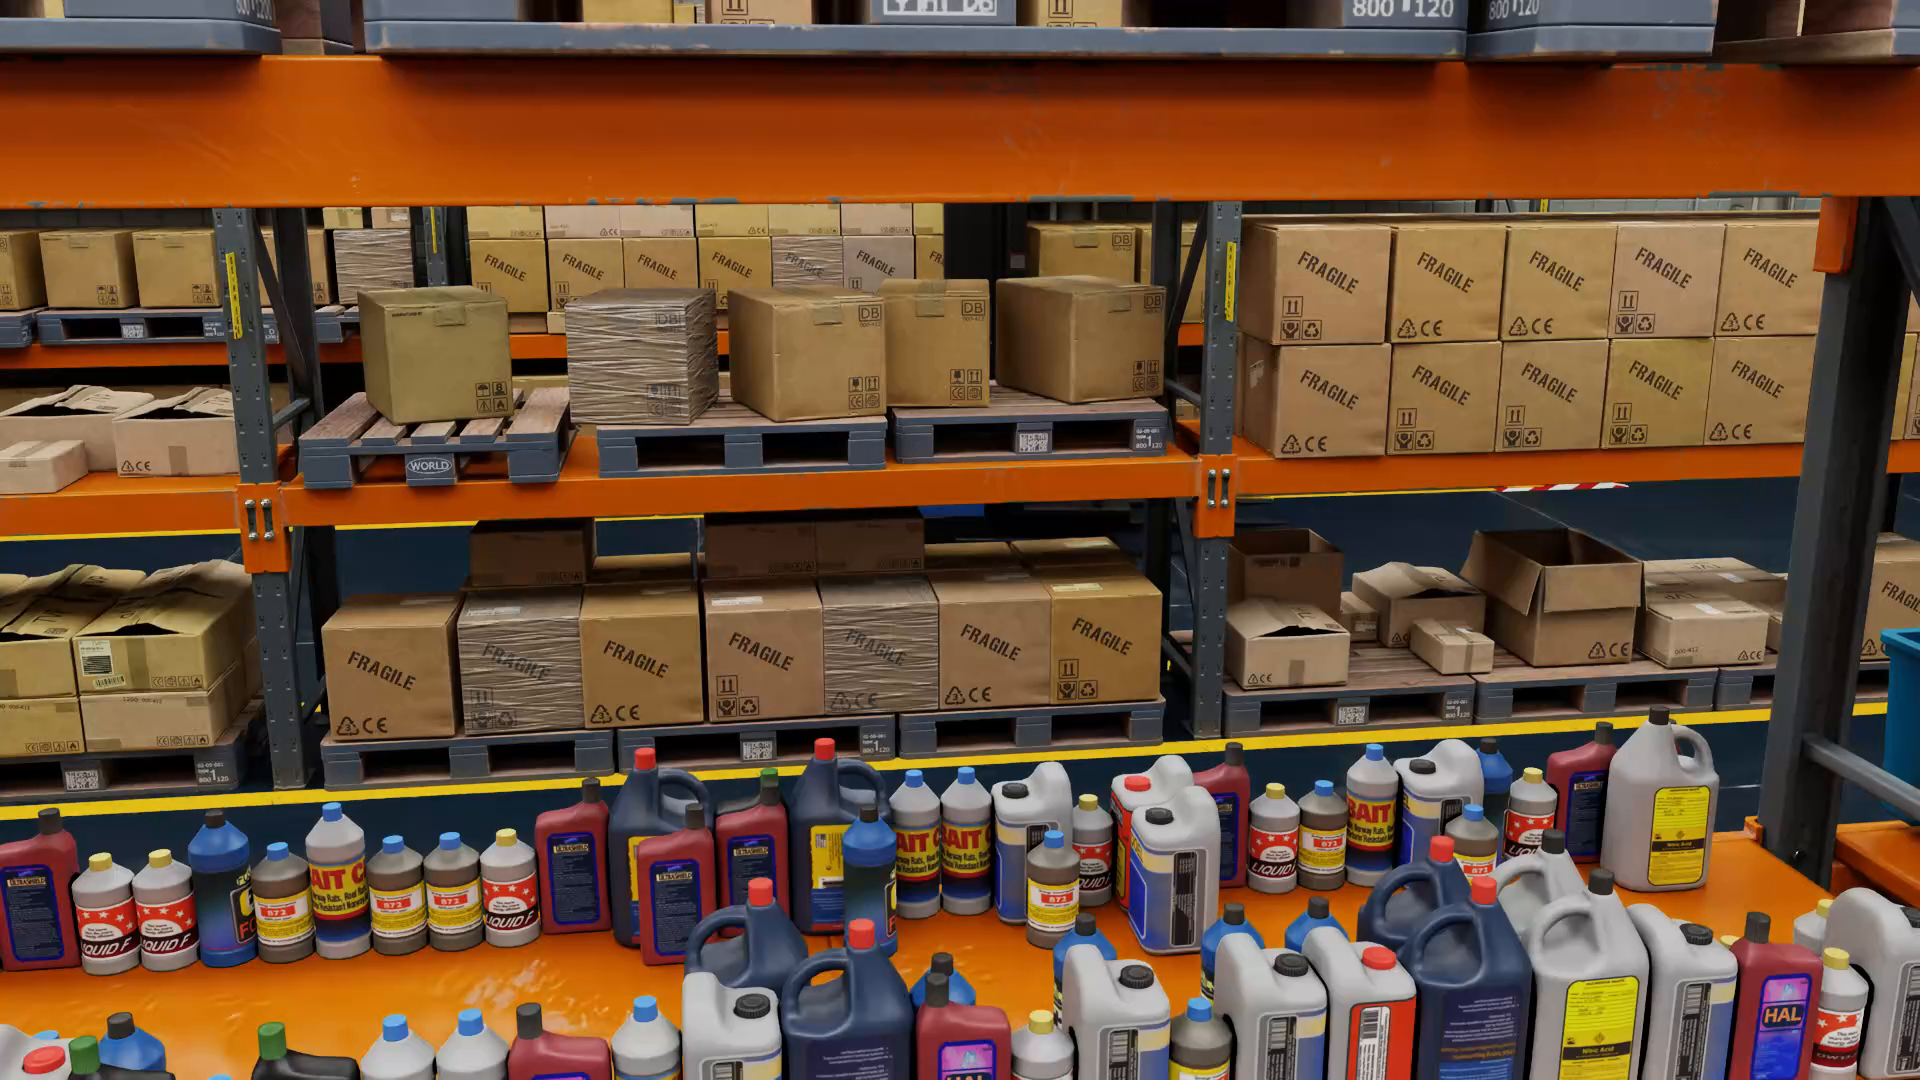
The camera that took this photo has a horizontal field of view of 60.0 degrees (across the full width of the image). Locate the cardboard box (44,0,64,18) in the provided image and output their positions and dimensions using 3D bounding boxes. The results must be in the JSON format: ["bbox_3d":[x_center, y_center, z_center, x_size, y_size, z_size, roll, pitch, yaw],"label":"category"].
[{"bbox_3d":[-3.340,-2.074,6.603,0.500,0.250,0.500,-3,14,-12],"label":"cardboard box"}]

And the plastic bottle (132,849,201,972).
[{"bbox_3d":[-1.388,0.641,2.908,0.097,0.201,0.097,0,14,0],"label":"plastic bottle"}]

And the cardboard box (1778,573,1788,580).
[{"bbox_3d":[4.546,0.294,8.839,0.250,0.149,0.380,-2,14,-8],"label":"cardboard box"}]

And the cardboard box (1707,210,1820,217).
[{"bbox_3d":[4.017,-1.368,8.249,0.500,0.500,0.500,-2,14,-8],"label":"cardboard box"}]

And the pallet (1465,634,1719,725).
[{"bbox_3d":[2.944,0.620,8.316,1.213,0.211,1.003,-2,14,-8],"label":"pallet"}]

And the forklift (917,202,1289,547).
[{"bbox_3d":[0.612,-1.398,10.771,3.031,2.935,1.130,0,14,0],"label":"forklift"}]

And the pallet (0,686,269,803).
[{"bbox_3d":[-3.720,0.855,7.378,1.213,0.211,1.003,-2,14,-8],"label":"pallet"}]

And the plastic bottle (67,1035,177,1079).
[{"bbox_3d":[-1.093,0.782,2.178,0.133,0.283,0.061,-2,14,-8],"label":"plastic bottle"}]

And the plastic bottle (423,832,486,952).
[{"bbox_3d":[-0.906,0.623,2.978,0.097,0.201,0.097,0,14,0],"label":"plastic bottle"}]

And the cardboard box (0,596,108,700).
[{"bbox_3d":[-3.894,0.439,6.943,0.500,0.311,0.500,-2,14,-9],"label":"cardboard box"}]

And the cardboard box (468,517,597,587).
[{"bbox_3d":[-1.955,0.024,7.653,0.500,0.250,0.500,-2,14,-6],"label":"cardboard box"}]

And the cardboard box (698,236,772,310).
[{"bbox_3d":[-1.599,-1.923,11.866,0.500,0.500,0.500,-2,14,-7],"label":"cardboard box"}]

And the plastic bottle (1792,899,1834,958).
[{"bbox_3d":[1.411,0.688,2.721,0.097,0.201,0.097,0,14,0],"label":"plastic bottle"}]

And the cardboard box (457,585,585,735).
[{"bbox_3d":[-1.890,0.513,7.244,0.500,0.500,0.500,-3,14,-10],"label":"cardboard box"}]

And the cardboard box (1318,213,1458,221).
[{"bbox_3d":[2.023,-1.296,7.963,0.500,0.500,0.500,-2,14,-9],"label":"cardboard box"}]

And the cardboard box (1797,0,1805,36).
[{"bbox_3d":[3.552,-2.317,7.409,0.500,0.250,0.500,-2,14,-8],"label":"cardboard box"}]

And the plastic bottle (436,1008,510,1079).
[{"bbox_3d":[-0.657,0.767,2.261,0.097,0.271,0.097,0,14,0],"label":"plastic bottle"}]

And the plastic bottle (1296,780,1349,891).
[{"bbox_3d":[0.699,0.565,3.213,0.097,0.201,0.097,0,14,0],"label":"plastic bottle"}]

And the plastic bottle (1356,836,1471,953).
[{"bbox_3d":[0.725,0.637,2.618,0.185,0.351,0.144,-2,14,-8],"label":"plastic bottle"}]

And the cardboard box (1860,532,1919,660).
[{"bbox_3d":[4.510,0.270,8.213,0.500,0.500,0.500,-2,14,-8],"label":"cardboard box"}]

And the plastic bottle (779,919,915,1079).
[{"bbox_3d":[-0.160,0.705,2.347,0.185,0.351,0.144,-2,14,-8],"label":"plastic bottle"}]

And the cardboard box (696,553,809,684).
[{"bbox_3d":[-0.980,0.352,7.888,0.500,0.500,0.500,-3,14,-10],"label":"cardboard box"}]

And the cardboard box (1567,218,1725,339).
[{"bbox_3d":[3.093,-1.202,7.588,0.500,0.500,0.500,-2,14,-7],"label":"cardboard box"}]

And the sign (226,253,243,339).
[{"bbox_3d":[-2.814,-0.946,6.448,0.005,0.325,0.100,-2,14,-8],"label":"sign"}]

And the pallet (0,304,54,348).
[{"bbox_3d":[-6.819,-1.464,11.288,1.213,0.211,1.003,-2,14,-8],"label":"pallet"}]

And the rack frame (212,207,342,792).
[{"bbox_3d":[-2.900,-0.518,7.121,0.127,3.000,1.000,-2,14,-8],"label":"rack frame"}]

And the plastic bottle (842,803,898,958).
[{"bbox_3d":[-0.159,0.598,2.937,0.097,0.271,0.097,0,14,0],"label":"plastic bottle"}]

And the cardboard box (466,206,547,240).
[{"bbox_3d":[-3.126,-2.231,11.552,0.500,0.250,0.500,-2,14,-7],"label":"cardboard box"}]

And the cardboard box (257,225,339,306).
[{"bbox_3d":[-4.653,-1.925,11.622,0.500,0.500,0.700,-3,14,-14],"label":"cardboard box"}]

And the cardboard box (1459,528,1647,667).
[{"bbox_3d":[2.913,0.265,8.225,0.637,0.503,0.797,-2,14,-8],"label":"cardboard box"}]

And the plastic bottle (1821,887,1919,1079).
[{"bbox_3d":[1.448,0.681,2.595,0.135,0.276,0.152,-2,14,-8],"label":"plastic bottle"}]

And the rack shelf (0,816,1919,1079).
[{"bbox_3d":[-0.188,0.950,2.746,4.000,0.370,1.077,-2,14,-8],"label":"rack shelf"}]

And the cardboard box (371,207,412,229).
[{"bbox_3d":[-3.978,-2.266,11.648,0.250,0.149,0.380,-4,15,-16],"label":"cardboard box"}]

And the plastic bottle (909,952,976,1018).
[{"bbox_3d":[-0.026,0.729,2.413,0.097,0.271,0.097,0,14,0],"label":"plastic bottle"}]

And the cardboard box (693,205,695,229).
[{"bbox_3d":[-1.708,-2.409,12.260,0.500,0.250,0.500,-2,14,-10],"label":"cardboard box"}]

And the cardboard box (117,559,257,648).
[{"bbox_3d":[-3.461,0.288,7.542,0.500,0.311,0.500,-2,14,-6],"label":"cardboard box"}]

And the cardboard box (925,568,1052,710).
[{"bbox_3d":[0.120,0.439,7.540,0.500,0.500,0.500,-2,14,-8],"label":"cardboard box"}]

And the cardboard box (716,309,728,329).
[{"bbox_3d":[-1.766,-1.612,11.957,0.250,0.149,0.380,-2,14,-8],"label":"cardboard box"}]

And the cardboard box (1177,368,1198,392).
[{"bbox_3d":[1.677,-1.234,12.920,0.250,0.149,0.380,-3,14,-10],"label":"cardboard box"}]

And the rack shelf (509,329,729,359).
[{"bbox_3d":[-1.664,-1.433,12.248,4.000,0.370,1.077,-2,14,-8],"label":"rack shelf"}]

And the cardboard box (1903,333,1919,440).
[{"bbox_3d":[4.609,-0.775,7.939,0.500,0.500,0.500,-2,14,-7],"label":"cardboard box"}]

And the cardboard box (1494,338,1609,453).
[{"bbox_3d":[2.601,-0.701,7.646,0.500,0.500,0.500,-2,14,-9],"label":"cardboard box"}]

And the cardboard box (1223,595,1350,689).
[{"bbox_3d":[1.503,0.465,7.826,0.500,0.311,0.500,-2,14,-8],"label":"cardboard box"}]

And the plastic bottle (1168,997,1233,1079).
[{"bbox_3d":[0.345,0.764,2.416,0.097,0.201,0.097,0,14,0],"label":"plastic bottle"}]

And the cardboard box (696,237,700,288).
[{"bbox_3d":[-1.702,-2.046,12.357,0.500,0.500,0.500,-2,14,-7],"label":"cardboard box"}]

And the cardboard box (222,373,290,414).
[{"bbox_3d":[-4.919,-1.030,11.855,0.500,0.250,0.500,-2,14,-7],"label":"cardboard box"}]

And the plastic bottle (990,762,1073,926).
[{"bbox_3d":[0.130,0.556,3.094,0.135,0.276,0.152,-2,14,-8],"label":"plastic bottle"}]

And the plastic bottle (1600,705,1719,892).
[{"bbox_3d":[1.354,0.489,3.207,0.185,0.351,0.144,-2,14,-8],"label":"plastic bottle"}]

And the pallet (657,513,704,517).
[{"bbox_3d":[-1.647,-0.411,12.425,1.213,0.211,1.003,-2,14,-8],"label":"pallet"}]

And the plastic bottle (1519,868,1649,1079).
[{"bbox_3d":[0.930,0.665,2.507,0.185,0.351,0.144,-2,14,-8],"label":"plastic bottle"}]

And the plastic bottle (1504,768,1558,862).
[{"bbox_3d":[1.120,0.549,3.274,0.097,0.201,0.097,0,14,0],"label":"plastic bottle"}]

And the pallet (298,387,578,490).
[{"bbox_3d":[-2.240,-0.466,7.309,1.003,0.211,1.213,-2,14,-8],"label":"pallet"}]

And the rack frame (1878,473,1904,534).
[{"bbox_3d":[5.011,-0.808,8.277,0.127,3.000,1.000,-2,14,-8],"label":"rack frame"}]

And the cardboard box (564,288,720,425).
[{"bbox_3d":[-1.361,-0.807,7.206,0.500,0.500,0.700,1,14,2],"label":"cardboard box"}]

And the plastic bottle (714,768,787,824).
[{"bbox_3d":[-0.384,0.560,3.062,0.133,0.283,0.061,-2,14,-8],"label":"plastic bottle"}]

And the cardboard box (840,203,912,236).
[{"bbox_3d":[-0.617,-2.326,11.930,0.500,0.250,0.500,-2,14,-7],"label":"cardboard box"}]

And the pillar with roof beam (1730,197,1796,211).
[{"bbox_3d":[7.452,-4.180,9.388,0.400,9.000,9.100,-2,14,-8],"label":"pillar with roof beam"}]
